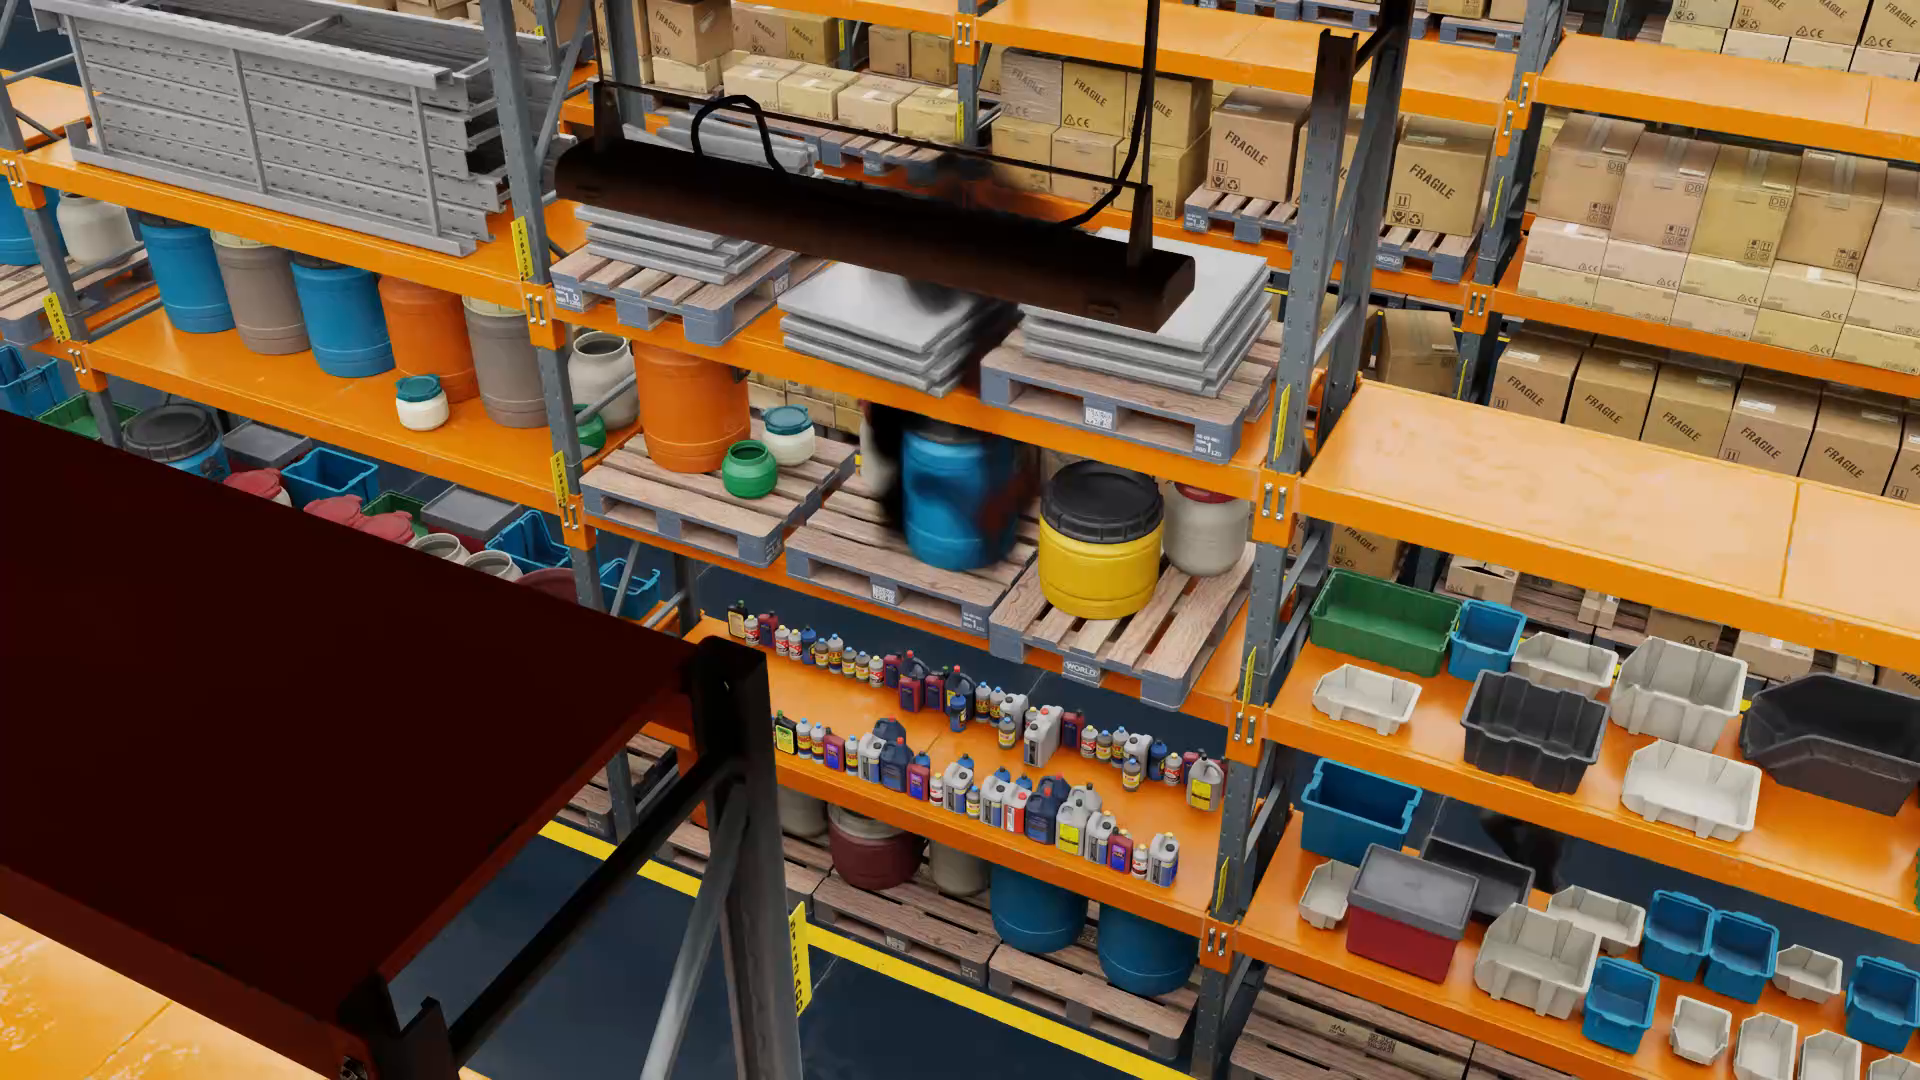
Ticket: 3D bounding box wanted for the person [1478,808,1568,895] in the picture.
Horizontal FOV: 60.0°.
[{"bbox_3d":[3.503,1.671,10.020,0.727,1.606,0.550,16,38,21],"label":"person"}]
